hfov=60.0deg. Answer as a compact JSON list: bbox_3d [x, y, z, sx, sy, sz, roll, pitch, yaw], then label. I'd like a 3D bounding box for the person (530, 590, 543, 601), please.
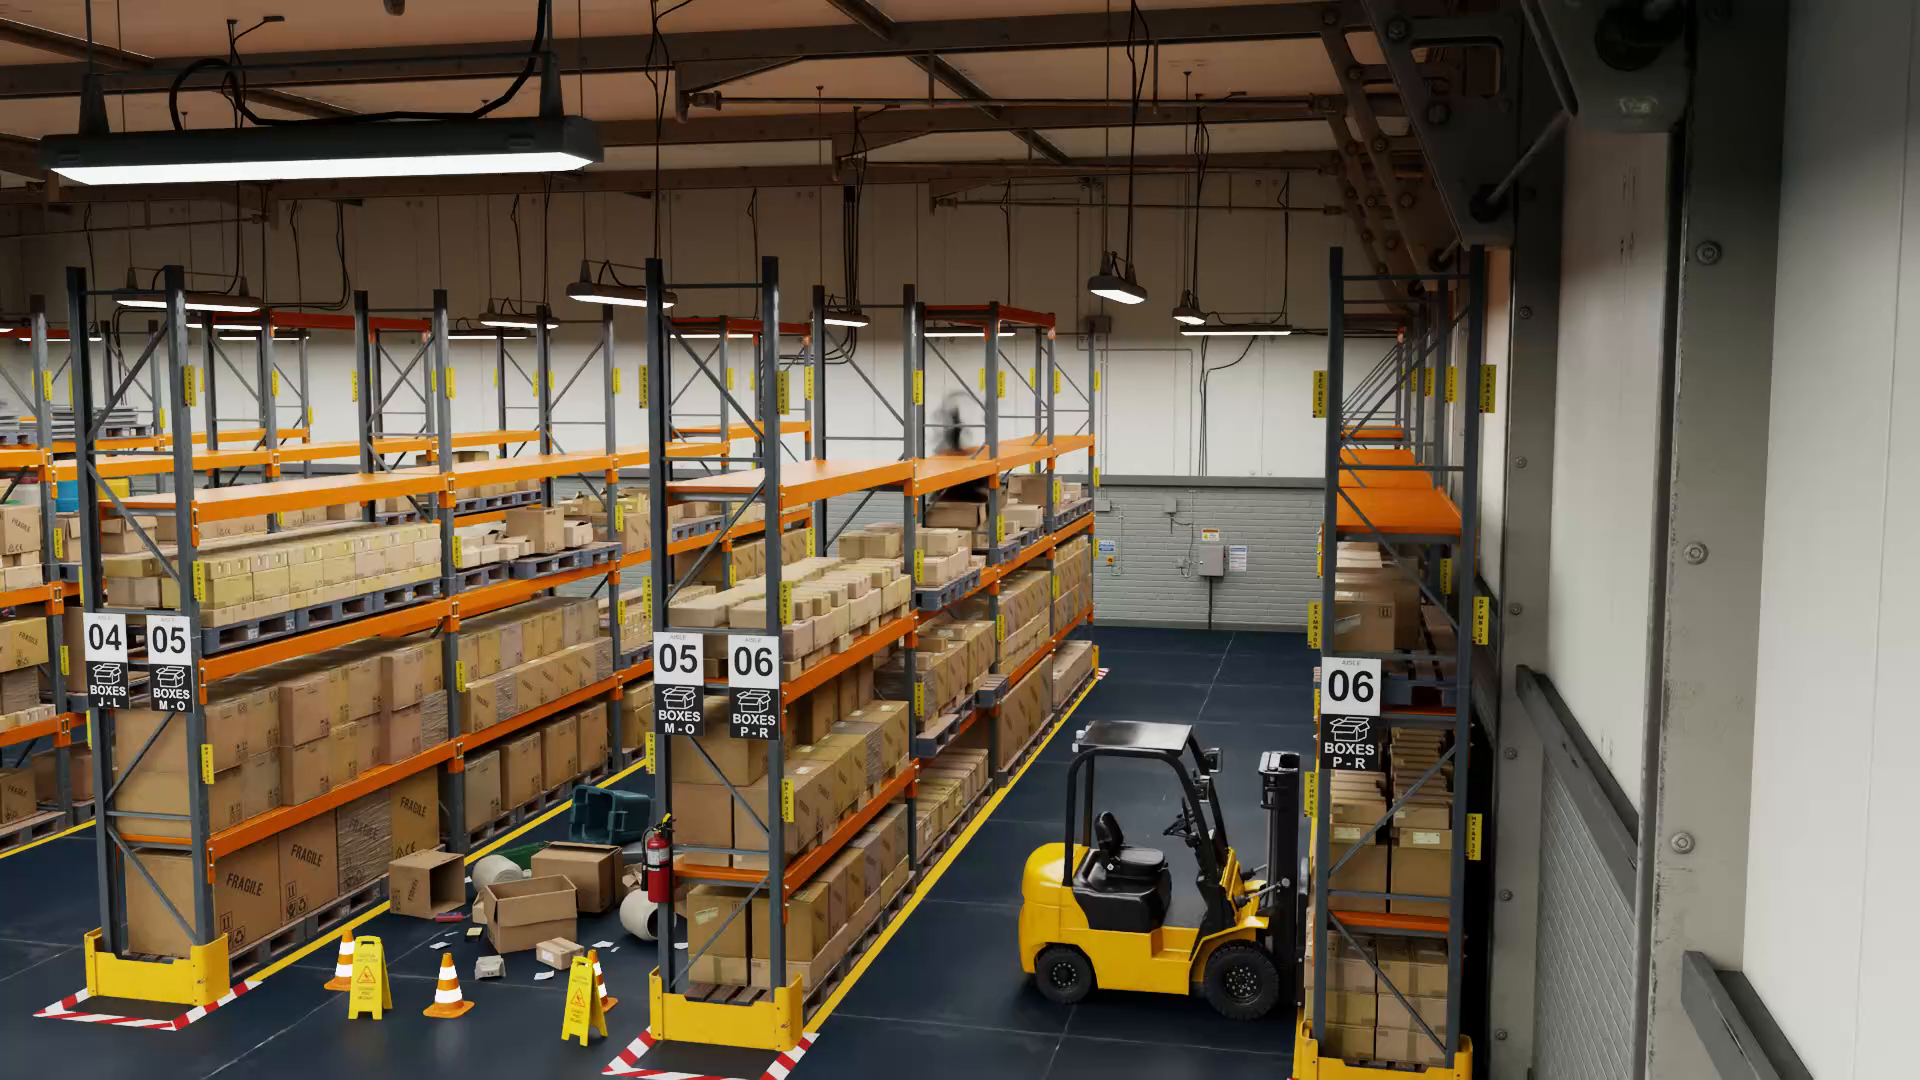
[{"bbox_3d":[-6.827,1.604,26.942,0.564,1.754,0.776,1,6,9],"label":"person"}]
